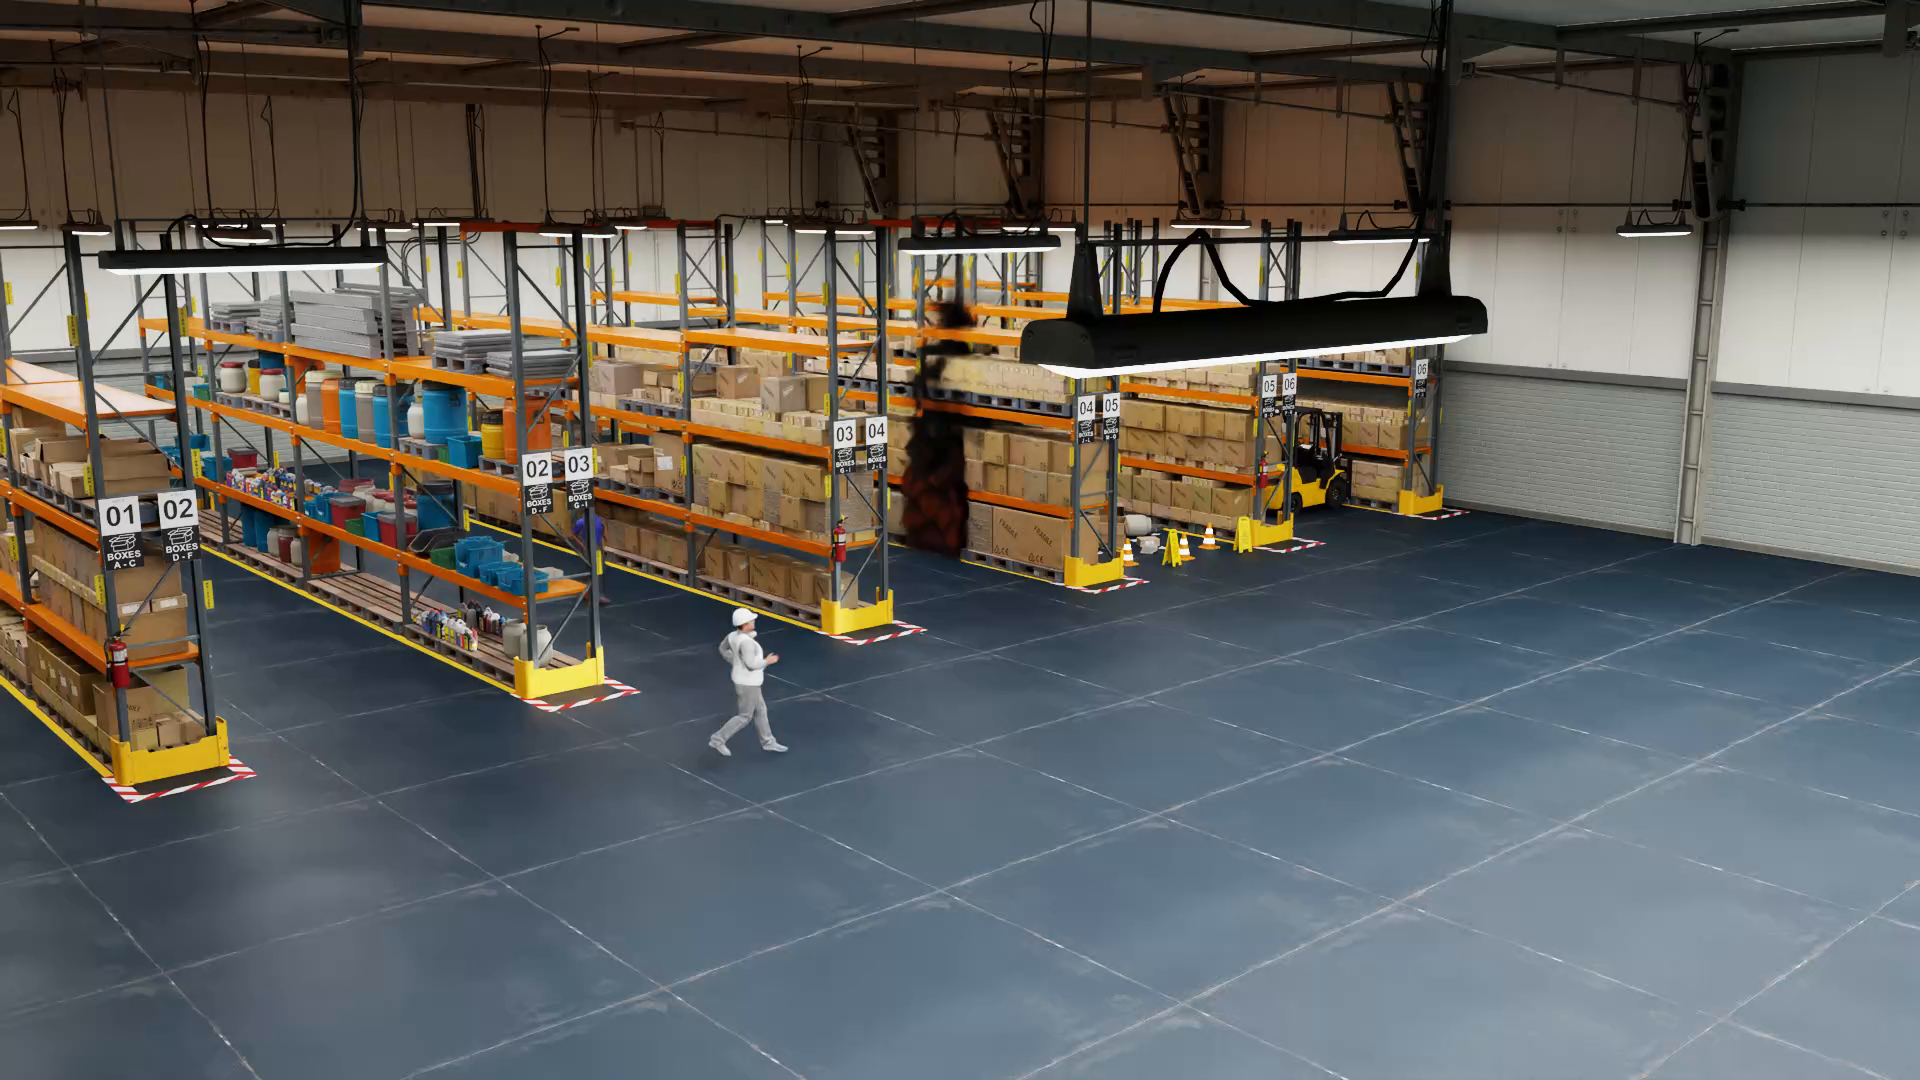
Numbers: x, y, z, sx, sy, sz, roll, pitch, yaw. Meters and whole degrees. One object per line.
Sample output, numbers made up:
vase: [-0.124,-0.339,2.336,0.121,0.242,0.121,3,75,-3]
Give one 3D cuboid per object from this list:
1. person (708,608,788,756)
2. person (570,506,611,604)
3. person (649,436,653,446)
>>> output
person: [-2.449,1.644,19.122,0.950,1.776,0.657,-4,12,-18]
person: [-5.943,0.180,26.849,0.793,1.623,0.588,9,14,38]
person: [-7.684,-2.973,42.211,0.879,1.761,0.709,-10,15,-41]
